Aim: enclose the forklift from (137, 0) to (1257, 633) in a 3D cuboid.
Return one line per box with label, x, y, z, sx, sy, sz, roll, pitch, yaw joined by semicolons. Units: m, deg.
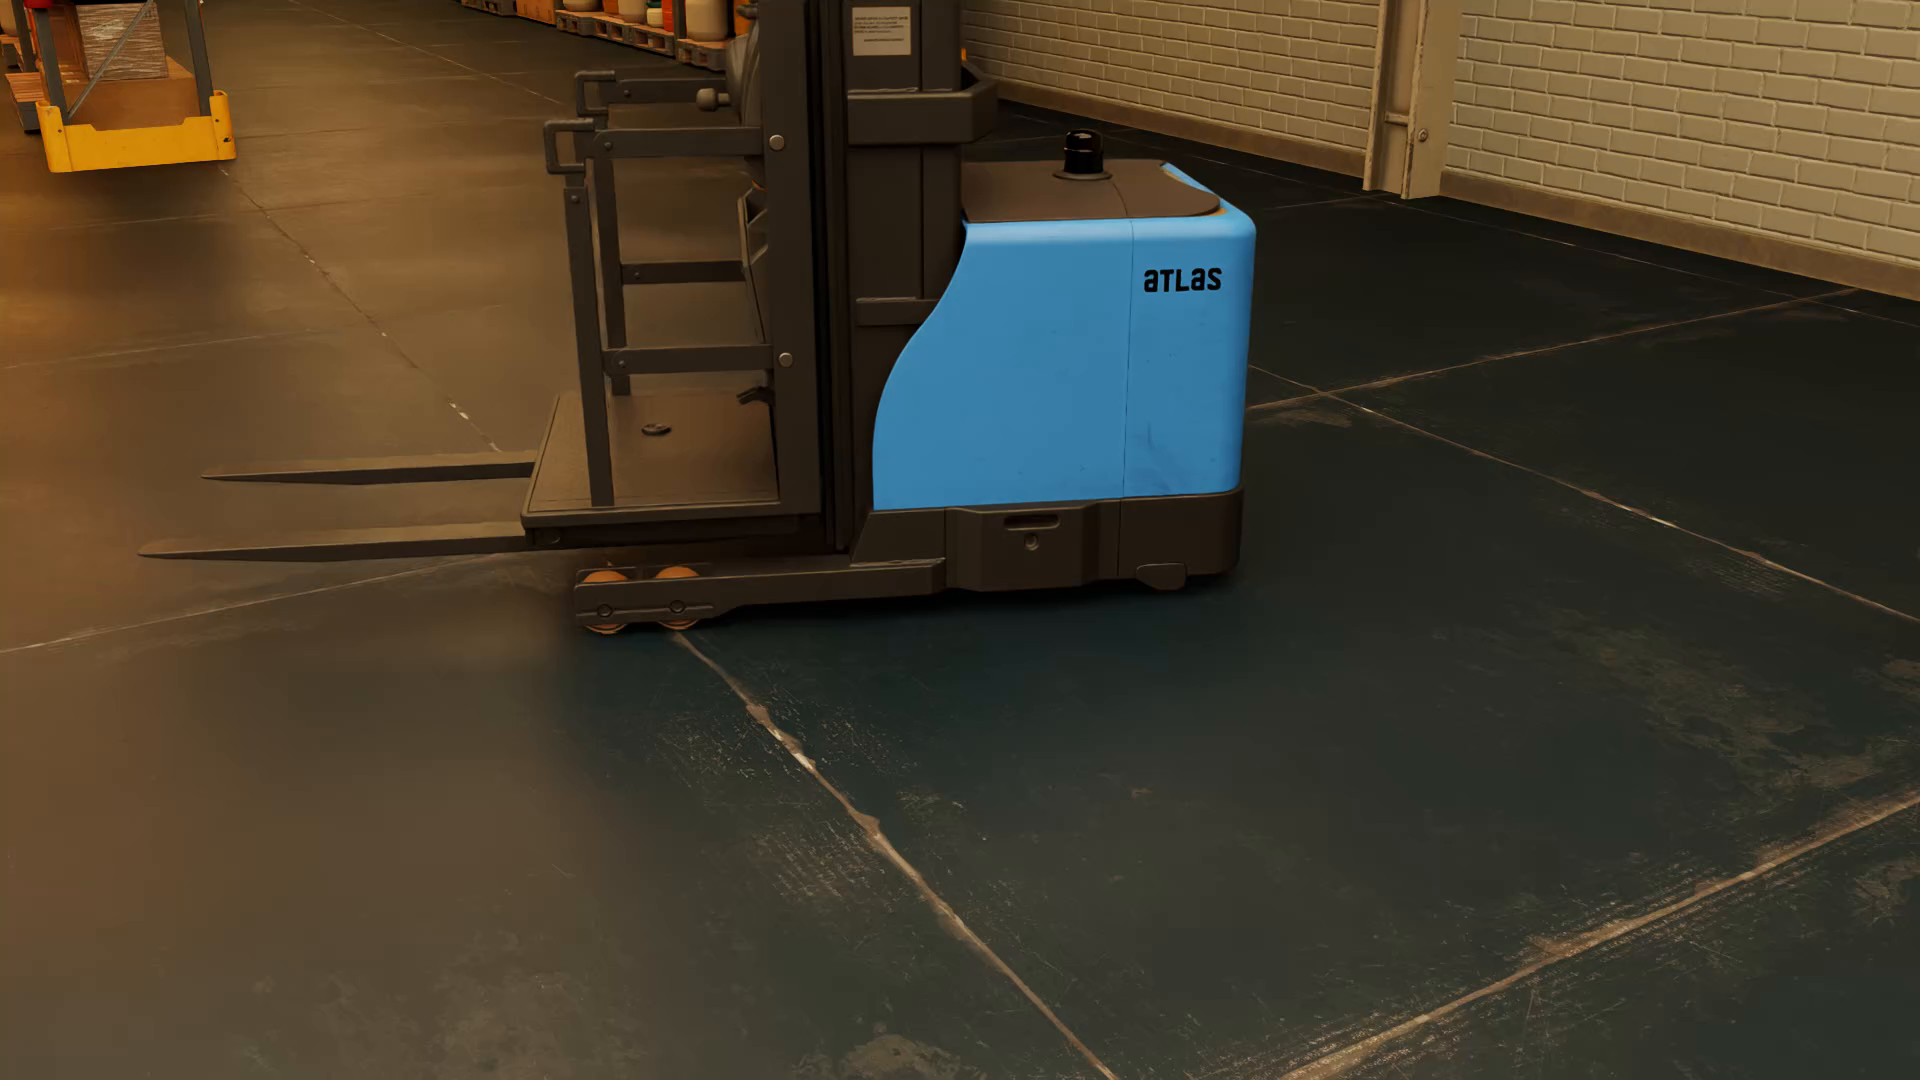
forklift;-0.753;-1.316;4.482;3.031;2.935;1.130;-3;22;-7
